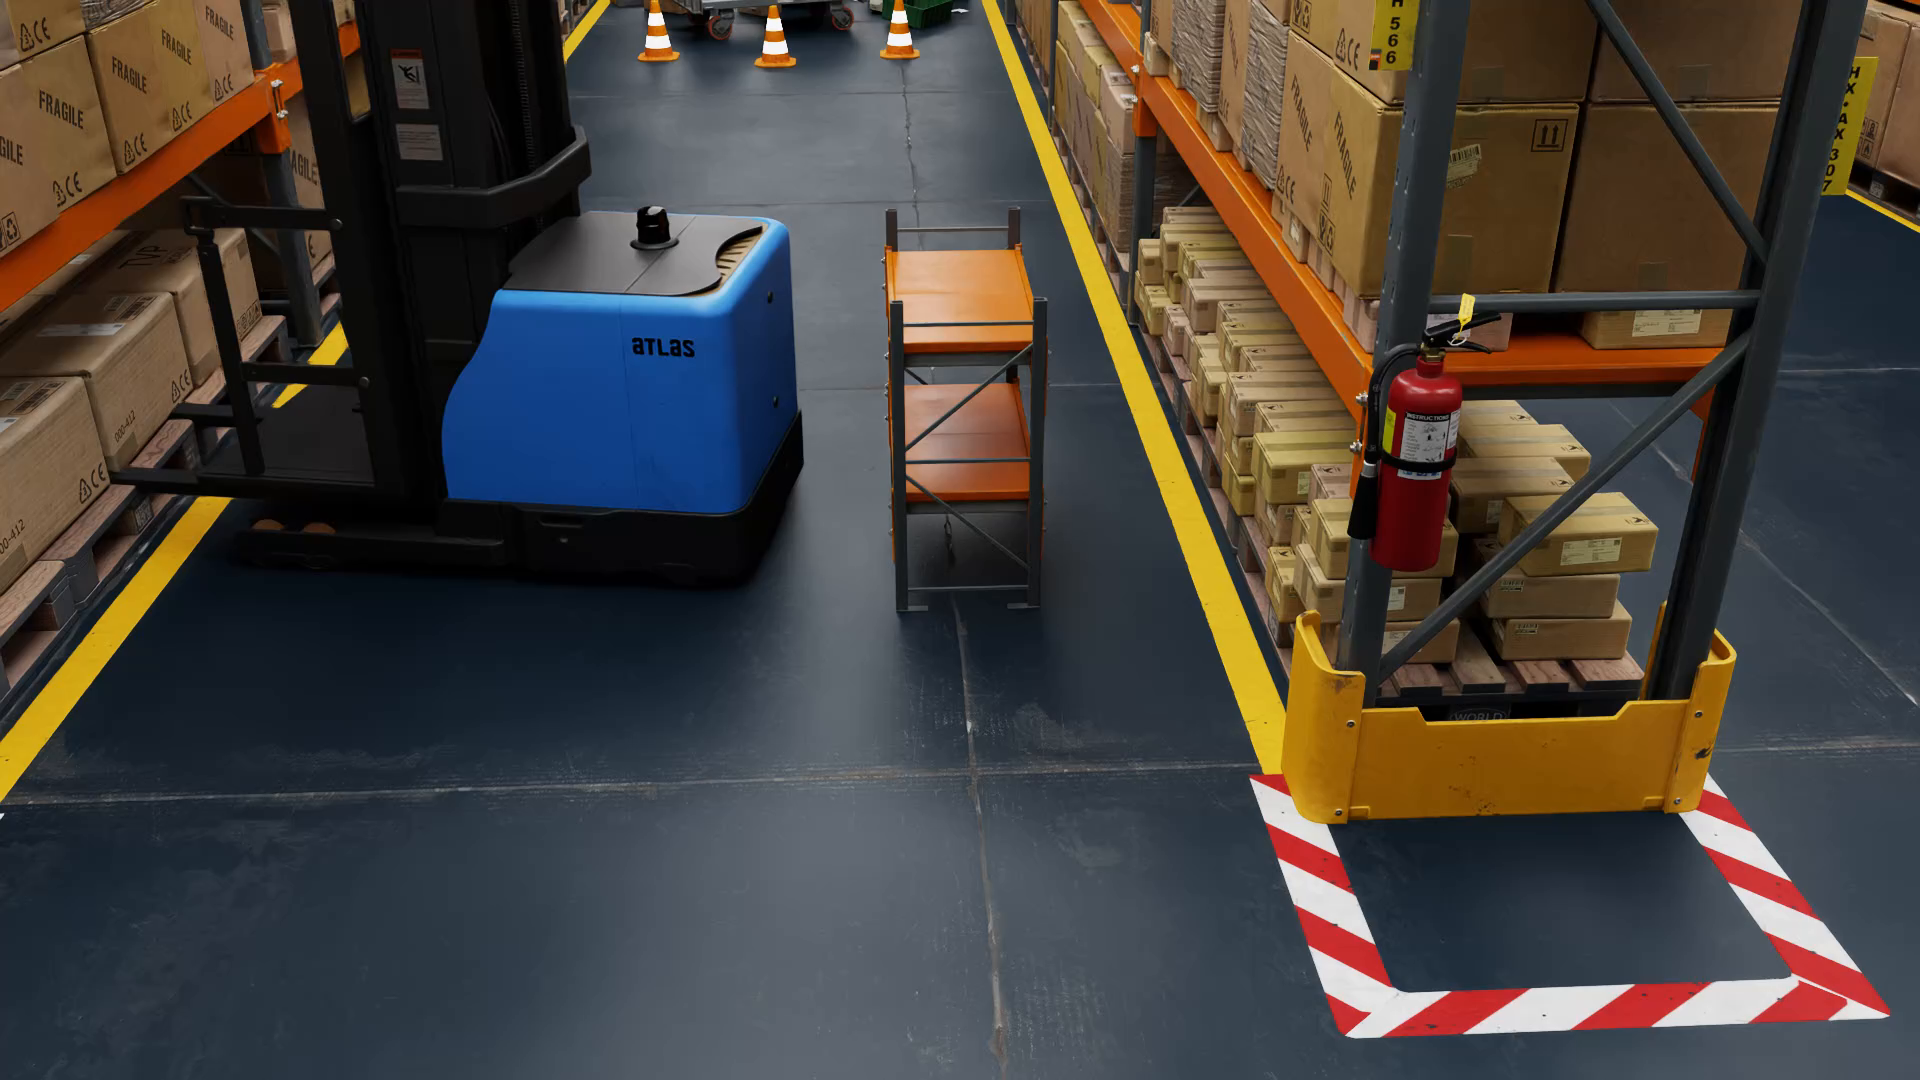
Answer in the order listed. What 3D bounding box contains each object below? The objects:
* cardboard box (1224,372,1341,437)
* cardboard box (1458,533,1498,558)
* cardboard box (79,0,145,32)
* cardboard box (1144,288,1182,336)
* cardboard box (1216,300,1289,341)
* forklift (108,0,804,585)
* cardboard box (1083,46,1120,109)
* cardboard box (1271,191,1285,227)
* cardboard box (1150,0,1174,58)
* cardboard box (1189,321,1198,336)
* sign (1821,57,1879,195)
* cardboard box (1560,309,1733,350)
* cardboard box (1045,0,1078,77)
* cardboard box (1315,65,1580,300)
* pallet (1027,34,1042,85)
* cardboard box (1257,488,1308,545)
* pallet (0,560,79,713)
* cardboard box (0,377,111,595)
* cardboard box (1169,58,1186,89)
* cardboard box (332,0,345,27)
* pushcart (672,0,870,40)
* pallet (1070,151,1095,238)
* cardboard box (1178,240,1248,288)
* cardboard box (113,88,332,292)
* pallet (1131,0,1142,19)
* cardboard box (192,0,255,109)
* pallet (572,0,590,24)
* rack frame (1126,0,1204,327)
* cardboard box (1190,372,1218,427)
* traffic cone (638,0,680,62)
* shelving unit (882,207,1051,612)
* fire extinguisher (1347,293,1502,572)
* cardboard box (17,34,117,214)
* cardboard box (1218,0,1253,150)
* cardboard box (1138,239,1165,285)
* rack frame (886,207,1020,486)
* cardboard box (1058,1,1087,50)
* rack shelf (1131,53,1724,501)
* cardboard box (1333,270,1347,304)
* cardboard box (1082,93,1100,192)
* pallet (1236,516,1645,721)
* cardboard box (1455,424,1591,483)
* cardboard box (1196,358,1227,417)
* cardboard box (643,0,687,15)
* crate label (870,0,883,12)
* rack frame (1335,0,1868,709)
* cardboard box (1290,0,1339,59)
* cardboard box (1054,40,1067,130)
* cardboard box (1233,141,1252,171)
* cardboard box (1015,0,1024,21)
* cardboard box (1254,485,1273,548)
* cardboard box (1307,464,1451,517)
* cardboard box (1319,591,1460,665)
[{"bbox_3d":[1.153,-0.484,5.921,0.380,0.149,0.250,0,28,-1],"label":"cardboard box"},{"bbox_3d":[1.821,-0.012,5.337,0.380,0.149,0.250,-2,28,-3],"label":"cardboard box"},{"bbox_3d":[-3.242,-2.071,5.787,0.500,0.500,0.500,-1,28,-2],"label":"cardboard box"},{"bbox_3d":[1.053,-1.053,7.654,0.380,0.149,0.250,-1,28,-1],"label":"cardboard box"},{"bbox_3d":[1.234,-0.844,6.610,0.380,0.149,0.250,-2,28,-5],"label":"cardboard box"},{"bbox_3d":[-2.184,-1.431,5.824,3.031,2.935,1.130,3,28,7],"label":"forklift"},{"bbox_3d":[0.994,-2.659,9.543,0.500,0.250,0.500,-3,28,-5],"label":"cardboard box"},{"bbox_3d":[1.226,-1.086,5.360,0.380,0.149,0.250,-3,28,-5],"label":"cardboard box"},{"bbox_3d":[1.115,-2.371,7.123,0.500,0.500,0.500,-2,28,-4],"label":"cardboard box"},{"bbox_3d":[1.203,-0.957,7.149,0.380,0.149,0.250,-3,28,-5],"label":"cardboard box"},{"bbox_3d":[2.092,-0.979,3.948,0.100,0.325,0.005,-1,28,-3],"label":"sign"},{"bbox_3d":[1.860,-0.629,4.483,0.380,0.149,0.250,-2,28,-3],"label":"cardboard box"},{"bbox_3d":[1.190,-3.749,12.173,1.050,0.750,0.750,-2,28,-3],"label":"cardboard box"},{"bbox_3d":[1.269,-0.960,4.417,0.500,0.500,0.500,-1,28,-2],"label":"cardboard box"},{"bbox_3d":[1.105,-3.968,13.631,1.003,0.211,1.213,-1,28,-3],"label":"pallet"},{"bbox_3d":[1.208,-0.113,5.531,0.380,0.149,0.250,-2,28,-5],"label":"cardboard box"},{"bbox_3d":[-3.508,0.453,5.154,1.003,0.211,1.213,-1,28,-3],"label":"pallet"},{"bbox_3d":[-3.579,-0.191,5.689,0.875,0.438,0.875,-1,28,-1],"label":"cardboard box"},{"bbox_3d":[1.117,-2.062,7.232,0.380,0.149,0.250,-1,28,-1],"label":"cardboard box"},{"bbox_3d":[-3.385,-2.645,8.241,0.500,0.250,0.500,-2,28,-4],"label":"cardboard box"},{"bbox_3d":[-1.741,-4.873,15.186,1.648,0.377,0.936,-11,30,-20],"label":"pushcart"},{"bbox_3d":[1.232,-2.118,10.082,1.003,0.211,1.213,-1,28,-3],"label":"pallet"},{"bbox_3d":[1.170,-1.207,7.306,0.380,0.149,0.250,-2,28,-3],"label":"cardboard box"},{"bbox_3d":[-3.709,-1.792,8.286,0.875,0.875,0.875,-1,28,-1],"label":"cardboard box"},{"bbox_3d":[1.446,-2.701,8.393,1.003,0.211,1.213,-1,28,-3],"label":"pallet"},{"bbox_3d":[-3.318,-2.100,6.924,0.500,0.500,0.500,-1,28,-2],"label":"cardboard box"},{"bbox_3d":[-4.085,-5.031,15.668,1.003,0.211,1.213,-1,28,-3],"label":"pallet"},{"bbox_3d":[1.341,-2.430,7.665,1.000,3.000,0.127,-1,28,-3],"label":"rack frame"},{"bbox_3d":[1.147,-0.578,6.743,0.380,0.149,0.250,-2,28,-4],"label":"cardboard box"},{"bbox_3d":[-2.552,-4.294,13.983,0.336,0.463,0.334,-1,28,-3],"label":"traffic cone"},{"bbox_3d":[0.000,-0.496,5.984,0.538,1.125,1.048,-1,28,-3],"label":"shelving unit"},{"bbox_3d":[1.102,-0.255,3.983,0.296,0.674,0.183,-1,28,-3],"label":"fire extinguisher"},{"bbox_3d":[-3.232,-1.388,5.560,0.500,0.500,0.500,0,28,-1],"label":"cardboard box"},{"bbox_3d":[1.196,-1.662,5.764,0.500,0.500,0.500,0,28,0],"label":"cardboard box"},{"bbox_3d":[1.040,-1.309,7.822,0.380,0.149,0.250,0,28,0],"label":"cardboard box"},{"bbox_3d":[-0.026,-0.730,6.434,0.500,1.125,0.032,-1,28,-3],"label":"rack frame"},{"bbox_3d":[0.926,-3.363,10.892,0.500,0.250,0.500,-3,28,-5],"label":"cardboard box"},{"bbox_3d":[1.445,-1.187,6.060,1.077,0.370,4.000,-1,28,-3],"label":"rack shelf"},{"bbox_3d":[1.275,-0.731,4.679,0.380,0.149,0.250,-1,28,-3],"label":"cardboard box"},{"bbox_3d":[1.002,-2.317,9.698,0.500,0.500,0.500,-2,28,-4],"label":"cardboard box"},{"bbox_3d":[1.539,0.243,5.556,1.003,0.211,1.213,-1,28,-3],"label":"pallet"},{"bbox_3d":[1.842,-0.262,5.495,0.380,0.149,0.250,-1,28,-3],"label":"cardboard box"},{"bbox_3d":[1.131,-0.597,6.459,0.380,0.149,0.250,-1,28,-2],"label":"cardboard box"},{"bbox_3d":[-2.712,-5.378,16.019,0.500,0.500,0.500,19,33,32],"label":"cardboard box"},{"bbox_3d":[-0.712,-5.125,15.928,0.298,0.136,0.250,-23,35,-37],"label":"crate label"},{"bbox_3d":[1.550,-0.582,4.123,1.000,3.000,0.127,-1,28,-3],"label":"rack frame"},{"bbox_3d":[1.251,-1.641,4.642,0.500,0.500,0.500,-2,28,-4],"label":"cardboard box"},{"bbox_3d":[0.914,-3.022,11.049,0.500,0.500,0.500,-3,28,-5],"label":"cardboard box"},{"bbox_3d":[1.206,-1.450,6.058,0.380,0.149,0.250,0,28,-1],"label":"cardboard box"},{"bbox_3d":[1.045,-5.028,14.626,1.050,0.750,0.750,-2,28,-3],"label":"cardboard box"},{"bbox_3d":[1.246,-0.097,5.821,0.380,0.149,0.250,-1,28,-2],"label":"cardboard box"},{"bbox_3d":[1.313,-0.124,5.230,0.380,0.149,0.250,-1,28,-2],"label":"cardboard box"},{"bbox_3d":[1.314,0.257,5.142,0.380,0.149,0.250,-1,28,-2],"label":"cardboard box"}]
